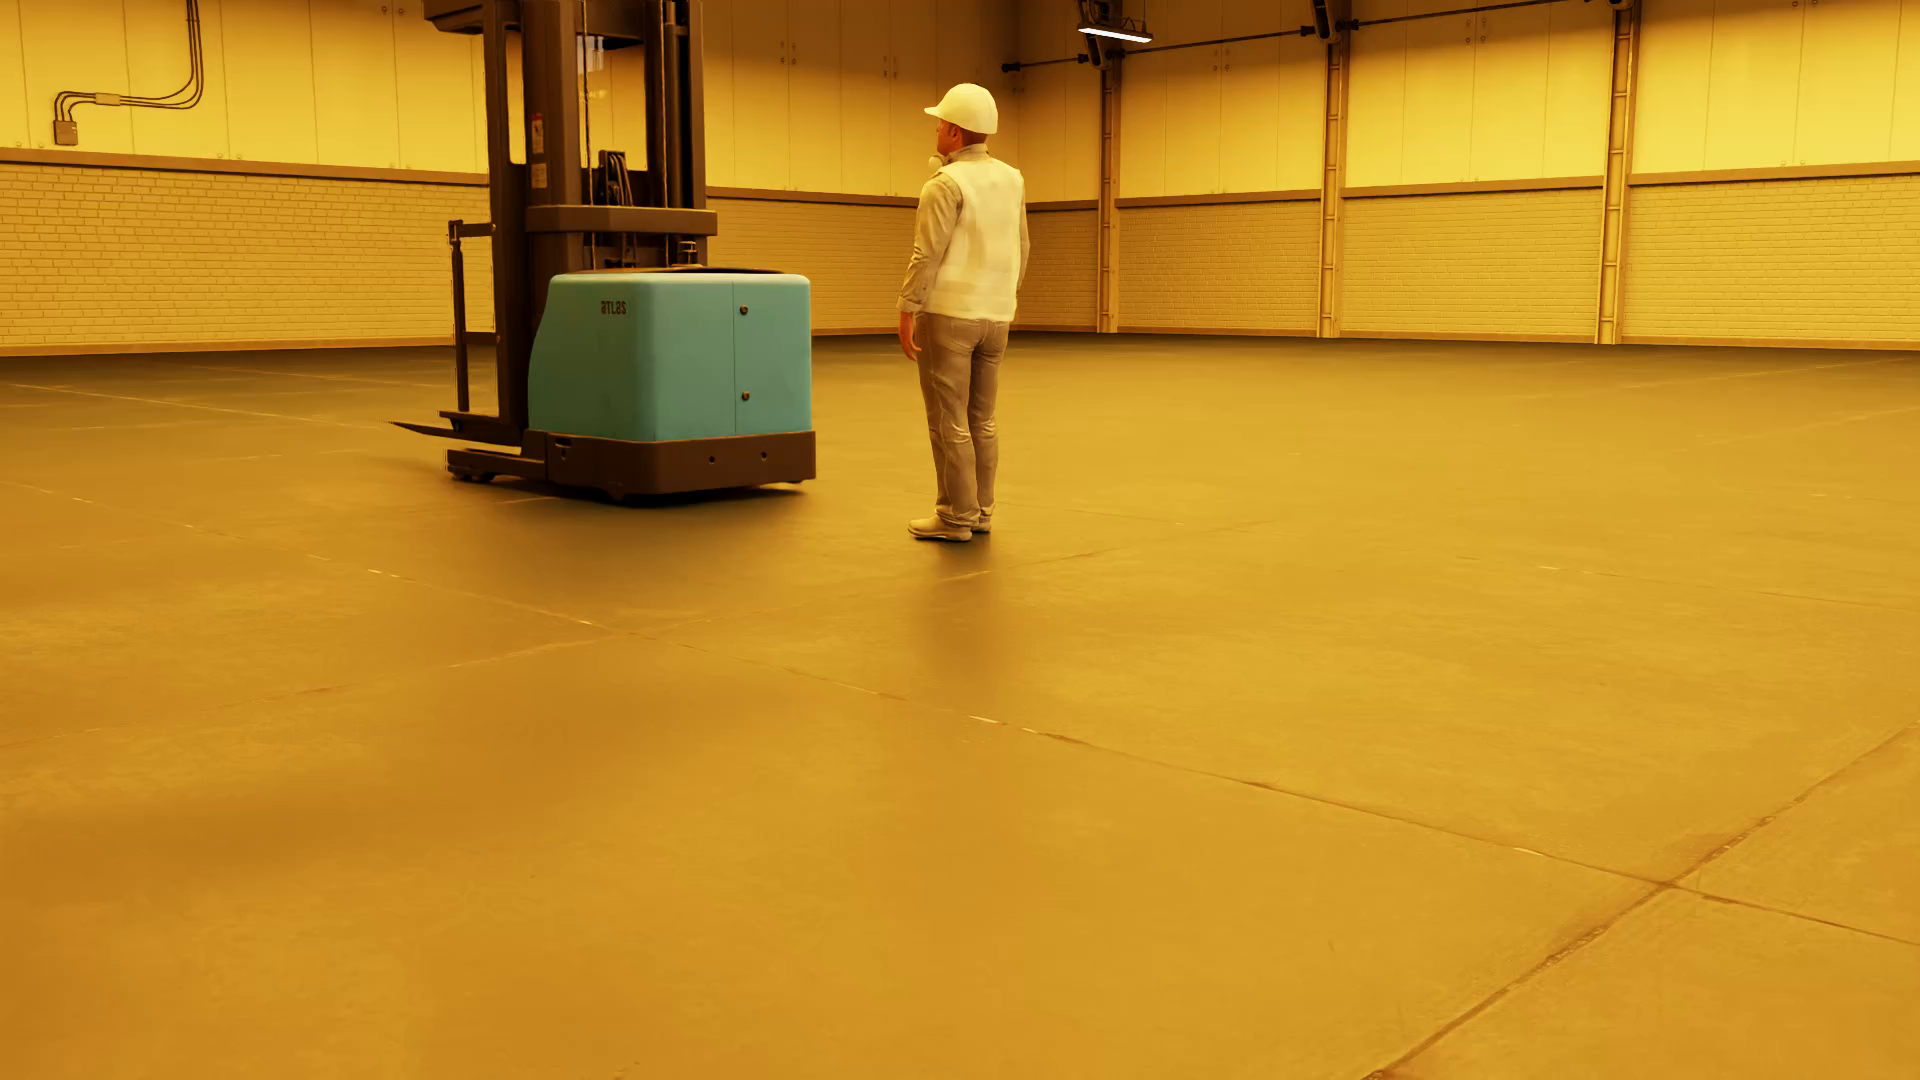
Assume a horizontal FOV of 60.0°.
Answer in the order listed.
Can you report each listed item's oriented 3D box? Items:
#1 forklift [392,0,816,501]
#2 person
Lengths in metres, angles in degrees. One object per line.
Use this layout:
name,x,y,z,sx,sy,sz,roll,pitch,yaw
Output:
forklift,-2.090,-1.797,8.806,1.130,2.935,3.031,-8,12,-43
person,-0.040,-0.891,6.633,0.566,1.775,0.633,8,12,43
